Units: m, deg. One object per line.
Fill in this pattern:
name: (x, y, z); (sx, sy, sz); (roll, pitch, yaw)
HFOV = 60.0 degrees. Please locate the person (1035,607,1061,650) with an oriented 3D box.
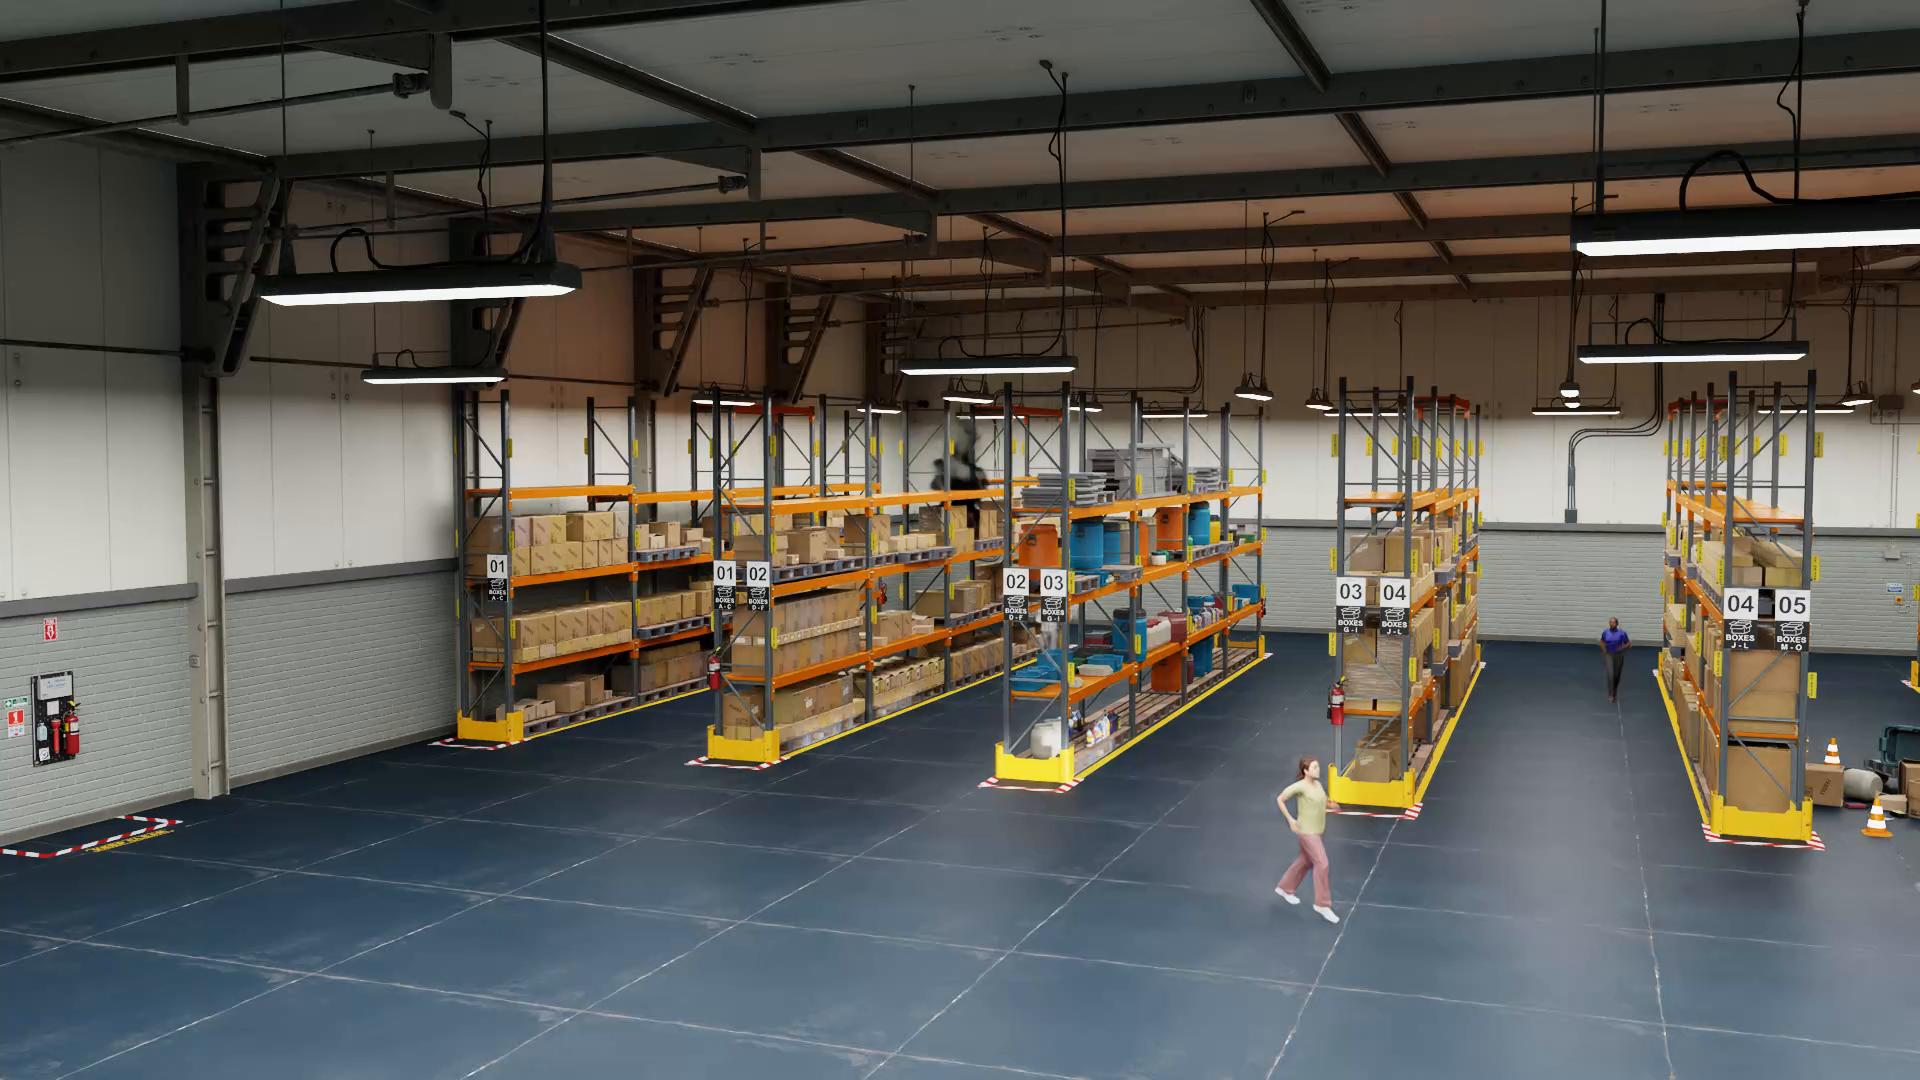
person: (1.868, 1.972, 34.572); (0.582, 1.792, 0.700); (1, 3, 16)

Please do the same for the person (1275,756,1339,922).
person: (3.738, 3.170, 17.846); (0.830, 1.715, 0.552); (3, 4, 40)

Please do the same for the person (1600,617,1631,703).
person: (13.014, 2.365, 33.051); (0.571, 1.667, 0.824); (1, 3, 24)
